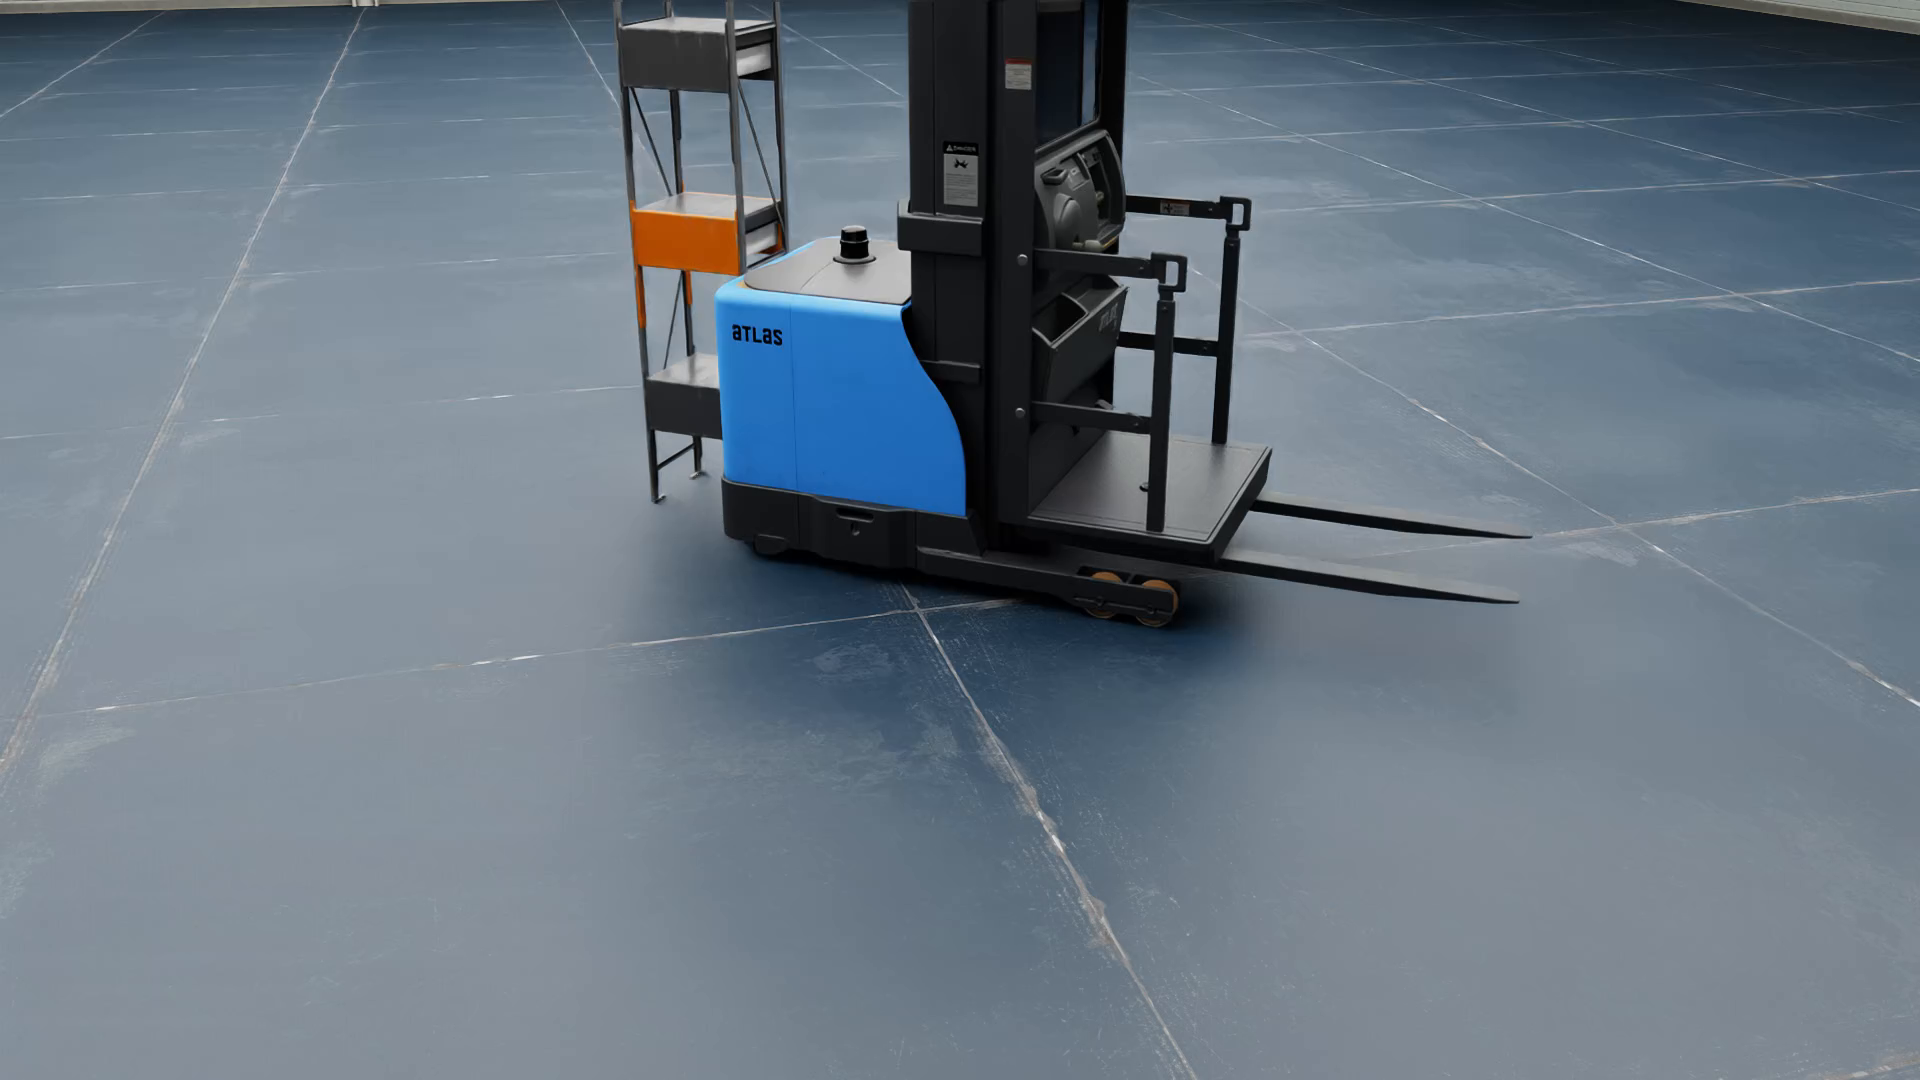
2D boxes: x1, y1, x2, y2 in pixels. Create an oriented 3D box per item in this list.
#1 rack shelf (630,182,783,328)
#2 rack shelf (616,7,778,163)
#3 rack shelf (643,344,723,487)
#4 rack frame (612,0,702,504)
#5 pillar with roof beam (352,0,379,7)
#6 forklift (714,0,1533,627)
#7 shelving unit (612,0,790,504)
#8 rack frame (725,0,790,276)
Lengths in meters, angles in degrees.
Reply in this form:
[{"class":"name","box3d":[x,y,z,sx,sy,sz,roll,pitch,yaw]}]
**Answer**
[{"class":"rack shelf","box3d":[-1.011,-1.146,6.792,0.480,0.518,0.431,9,25,20]},{"class":"rack shelf","box3d":[-1.011,-1.789,6.516,0.480,0.518,0.431,9,25,20]},{"class":"rack shelf","box3d":[-1.011,-0.503,7.068,0.480,0.518,0.431,9,25,20]},{"class":"rack frame","box3d":[-1.238,-1.194,6.870,0.015,2.100,0.400,9,25,20]},{"class":"pillar with roof beam","box3d":[-8.450,-11.153,21.331,0.400,9.000,9.100,-6,24,-14]},{"class":"forklift","box3d":[0.627,-1.270,5.992,3.031,2.935,1.130,9,25,20]},{"class":"shelving unit","box3d":[-1.011,-1.158,6.787,0.503,2.100,0.431,9,25,20]},{"class":"rack frame","box3d":[-0.785,-1.123,6.703,0.015,2.100,0.400,9,25,20]}]
